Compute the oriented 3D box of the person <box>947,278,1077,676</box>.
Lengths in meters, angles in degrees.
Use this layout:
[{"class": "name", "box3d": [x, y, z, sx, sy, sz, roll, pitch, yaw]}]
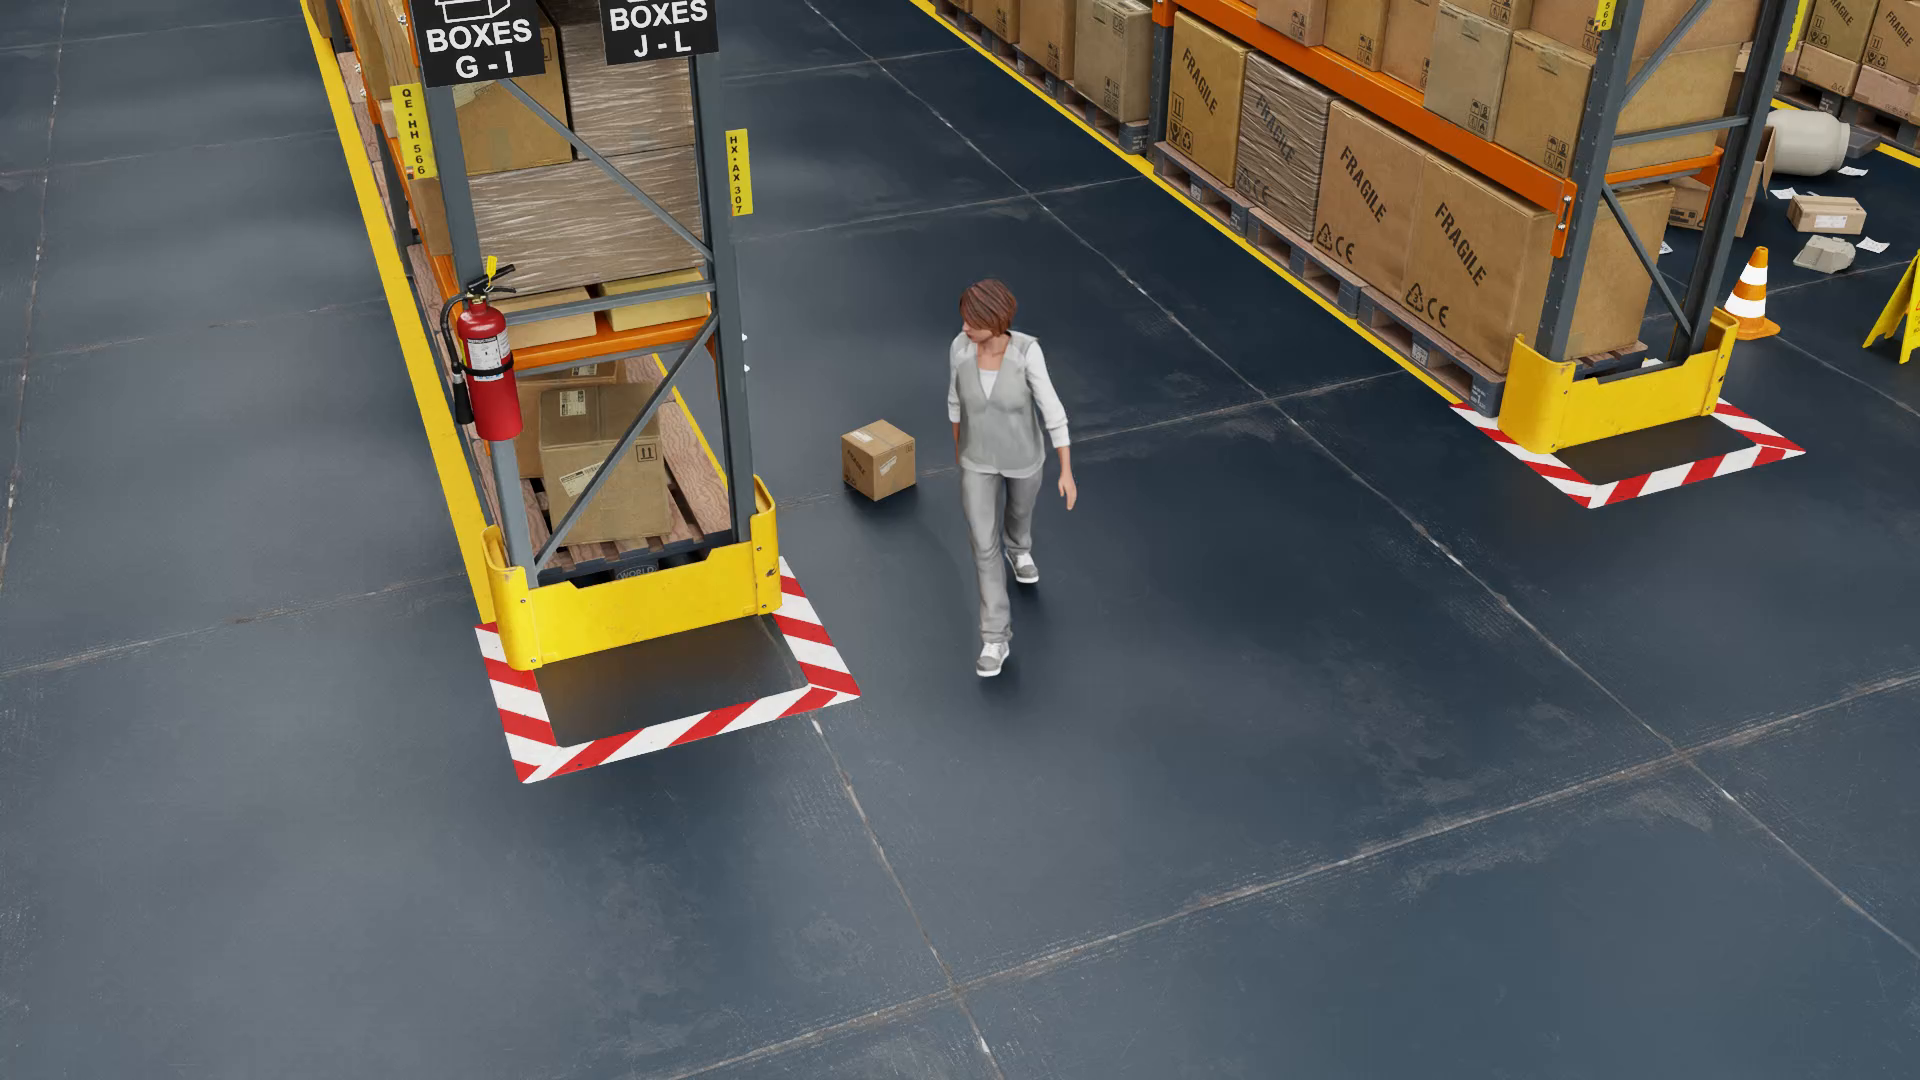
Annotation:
[{"class": "person", "box3d": [0.203, -0.286, 6.606, 0.524, 1.490, 0.925, 2, 34, 3]}]
